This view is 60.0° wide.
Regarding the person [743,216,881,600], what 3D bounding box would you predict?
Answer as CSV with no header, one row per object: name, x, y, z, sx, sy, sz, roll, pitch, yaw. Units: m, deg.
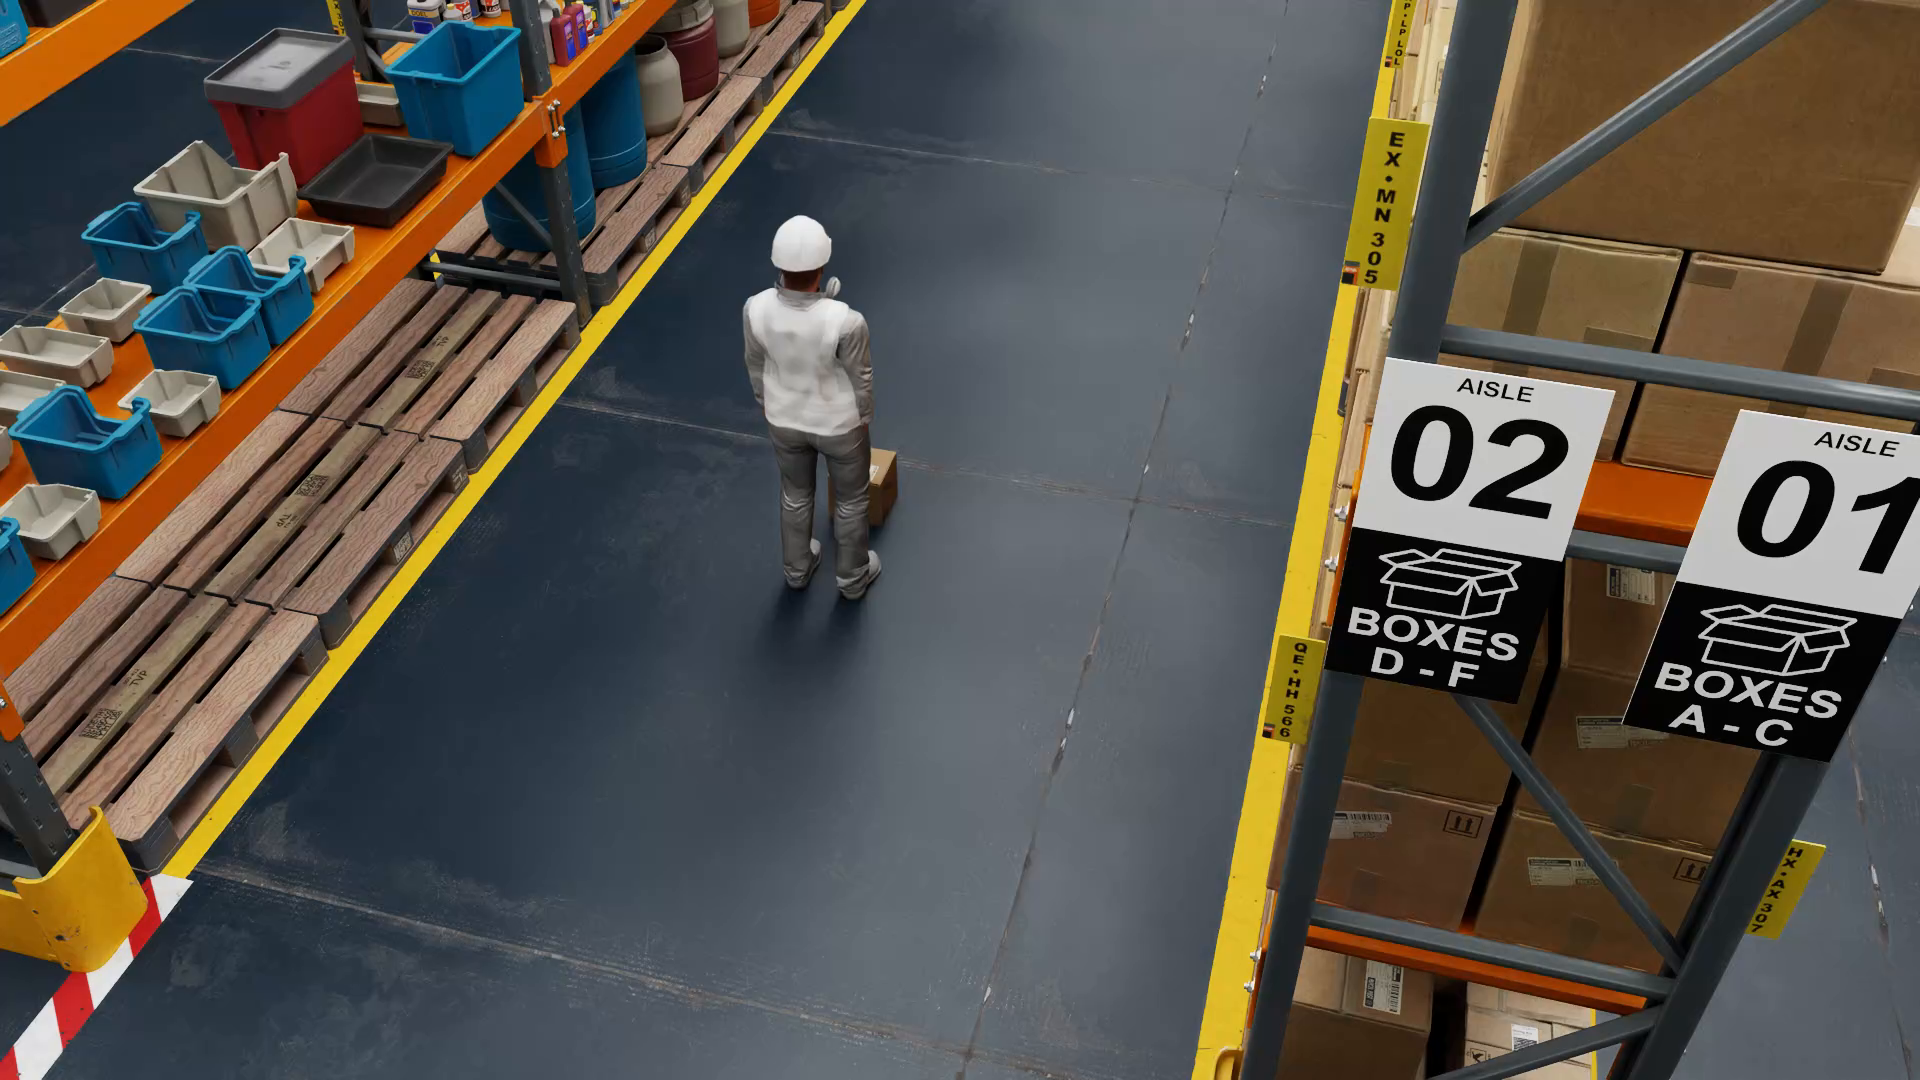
person,-0.592,-0.519,6.748,0.533,1.766,0.357,11,42,12
